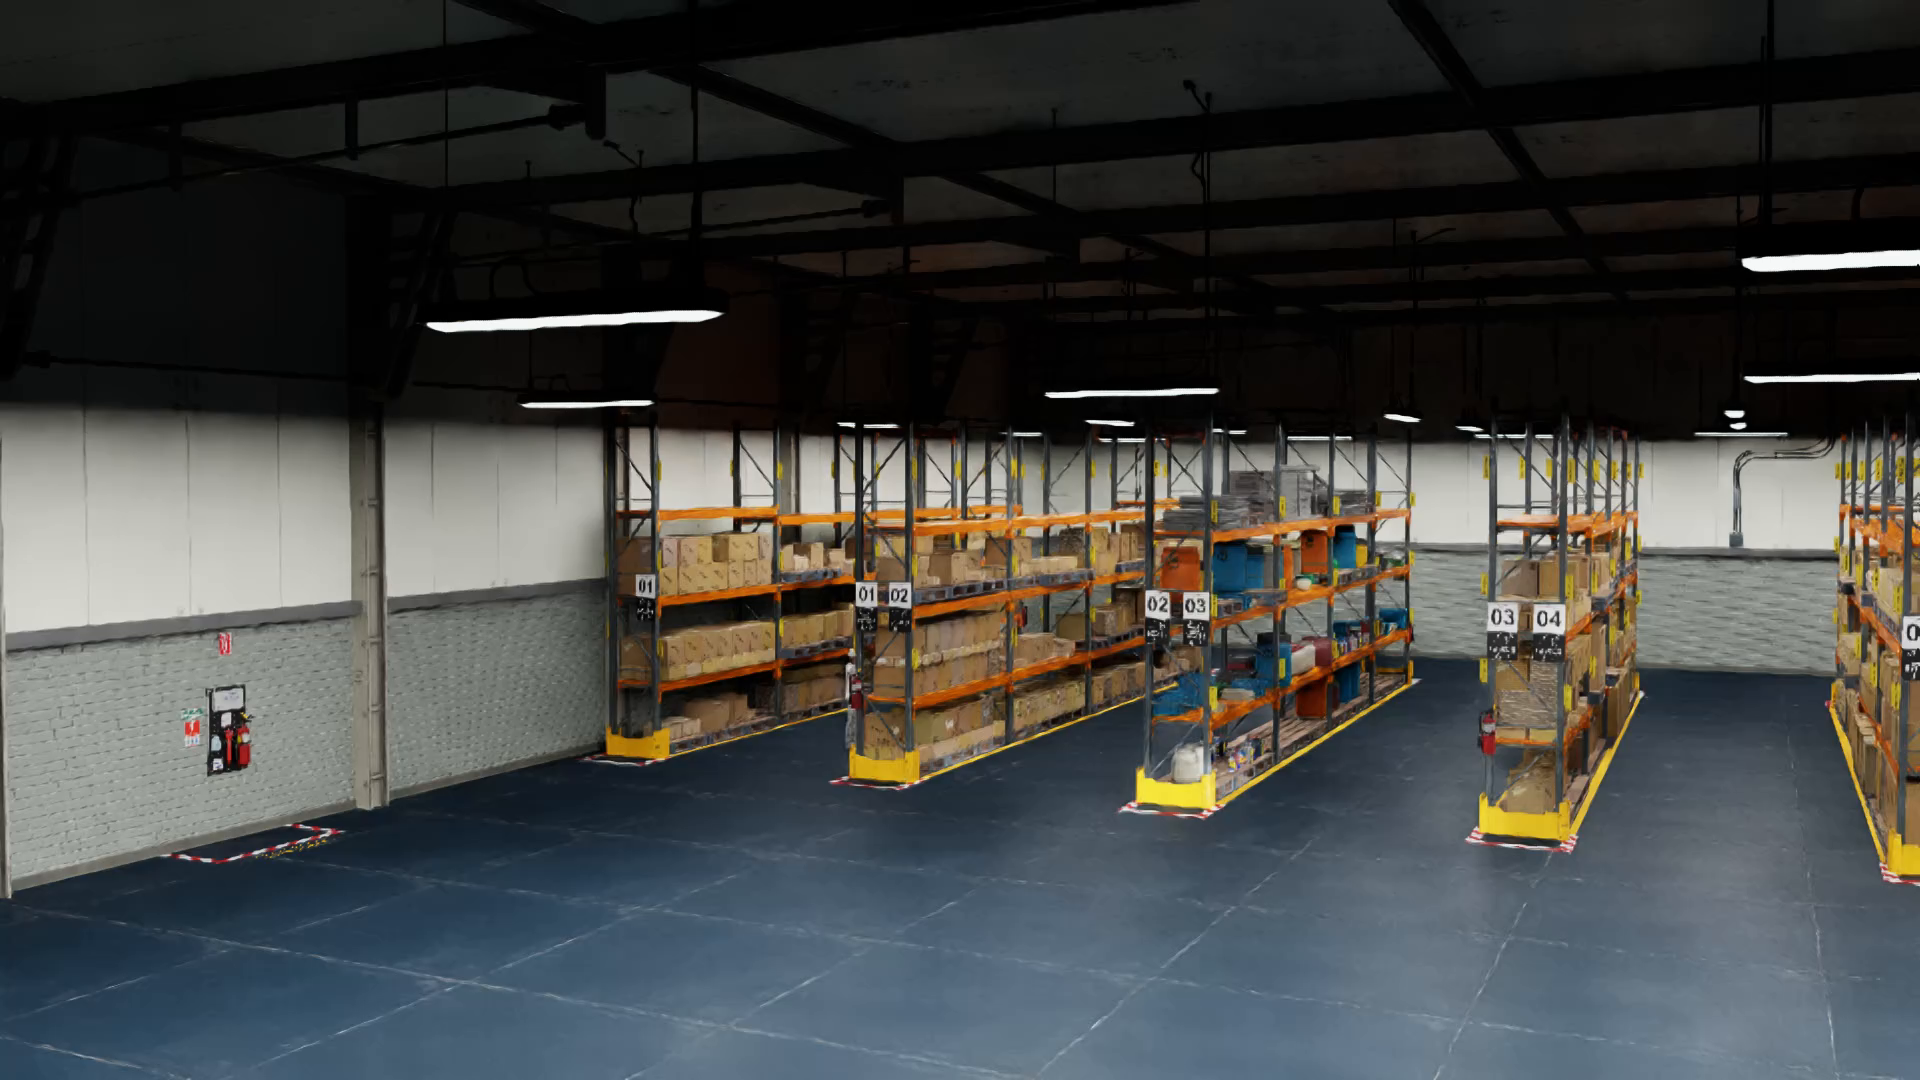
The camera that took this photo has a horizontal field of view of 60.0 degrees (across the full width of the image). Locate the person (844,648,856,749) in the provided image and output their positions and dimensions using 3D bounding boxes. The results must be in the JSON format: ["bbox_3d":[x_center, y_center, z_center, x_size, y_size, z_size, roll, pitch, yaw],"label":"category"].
[{"bbox_3d":[-1.856,2.834,29.908,0.457,1.783,0.618,0,2,-6],"label":"person"}]
